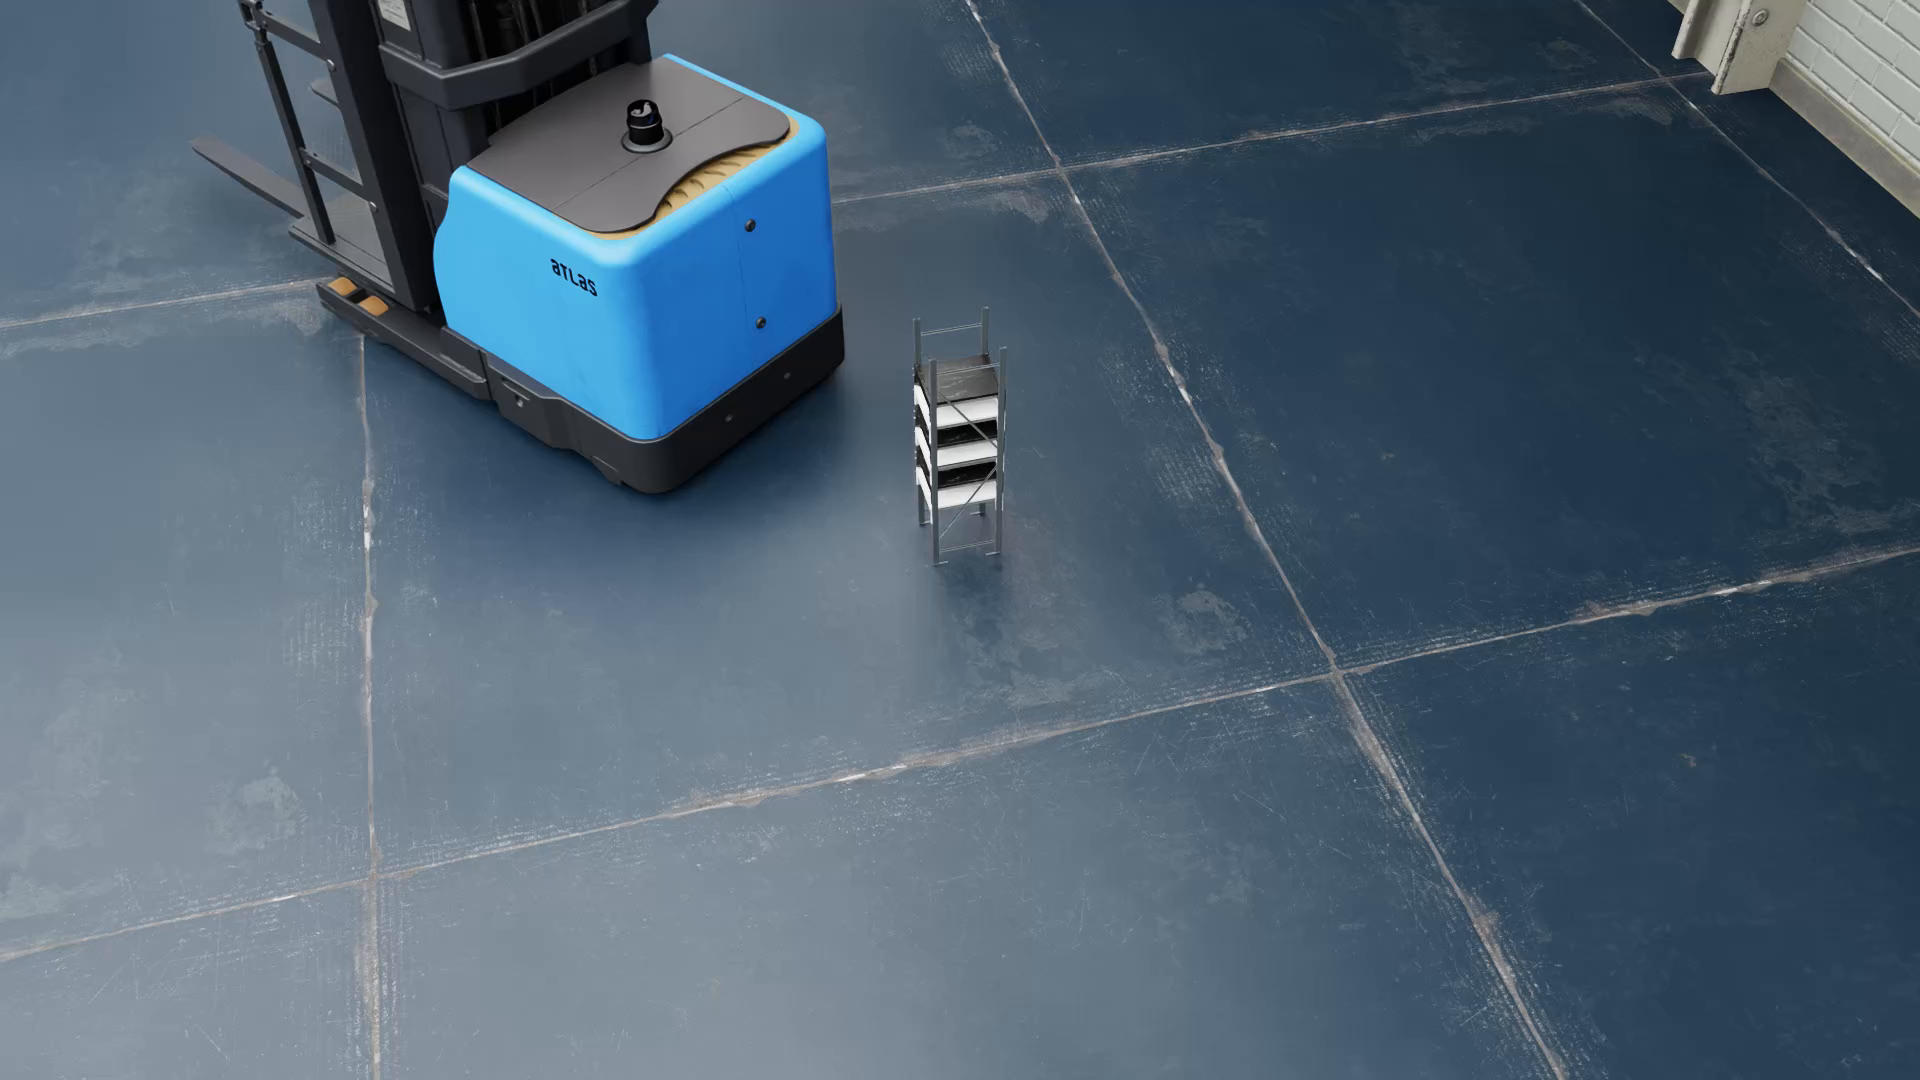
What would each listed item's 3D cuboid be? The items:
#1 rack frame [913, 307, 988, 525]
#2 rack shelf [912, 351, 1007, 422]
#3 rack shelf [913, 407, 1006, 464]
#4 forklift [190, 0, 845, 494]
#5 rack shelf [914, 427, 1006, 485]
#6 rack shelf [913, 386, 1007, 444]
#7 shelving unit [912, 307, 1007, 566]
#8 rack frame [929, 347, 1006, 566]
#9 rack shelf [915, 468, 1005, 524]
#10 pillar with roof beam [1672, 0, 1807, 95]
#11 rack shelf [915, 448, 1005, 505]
[{"bbox_3d":[-0.028,-0.391,5.503,0.240,0.900,0.006,-11,47,-10],"label":"rack frame"},{"bbox_3d":[-0.002,-0.486,5.265,0.258,0.077,0.200,-11,47,-10],"label":"rack shelf"},{"bbox_3d":[-0.002,-0.360,5.394,0.258,0.077,0.200,-11,47,-10],"label":"rack shelf"},{"bbox_3d":[-1.904,-2.076,5.733,3.031,2.935,1.130,30,53,26],"label":"forklift"},{"bbox_3d":[-0.002,-0.297,5.458,0.258,0.077,0.200,-11,47,-10],"label":"rack shelf"},{"bbox_3d":[-0.002,-0.423,5.329,0.258,0.077,0.200,-11,47,-10],"label":"rack shelf"},{"bbox_3d":[-0.002,-0.321,5.434,0.258,0.900,0.210,-11,47,-10],"label":"shelving unit"},{"bbox_3d":[0.024,-0.250,5.365,0.240,0.900,0.006,-11,47,-10],"label":"rack frame"},{"bbox_3d":[-0.002,-0.171,5.586,0.258,0.077,0.200,-11,47,-10],"label":"rack shelf"},{"bbox_3d":[-0.516,-4.613,3.970,9.100,9.000,0.400,-11,47,-10],"label":"pillar with roof beam"},{"bbox_3d":[-0.002,-0.234,5.522,0.258,0.077,0.200,-11,47,-10],"label":"rack shelf"}]
